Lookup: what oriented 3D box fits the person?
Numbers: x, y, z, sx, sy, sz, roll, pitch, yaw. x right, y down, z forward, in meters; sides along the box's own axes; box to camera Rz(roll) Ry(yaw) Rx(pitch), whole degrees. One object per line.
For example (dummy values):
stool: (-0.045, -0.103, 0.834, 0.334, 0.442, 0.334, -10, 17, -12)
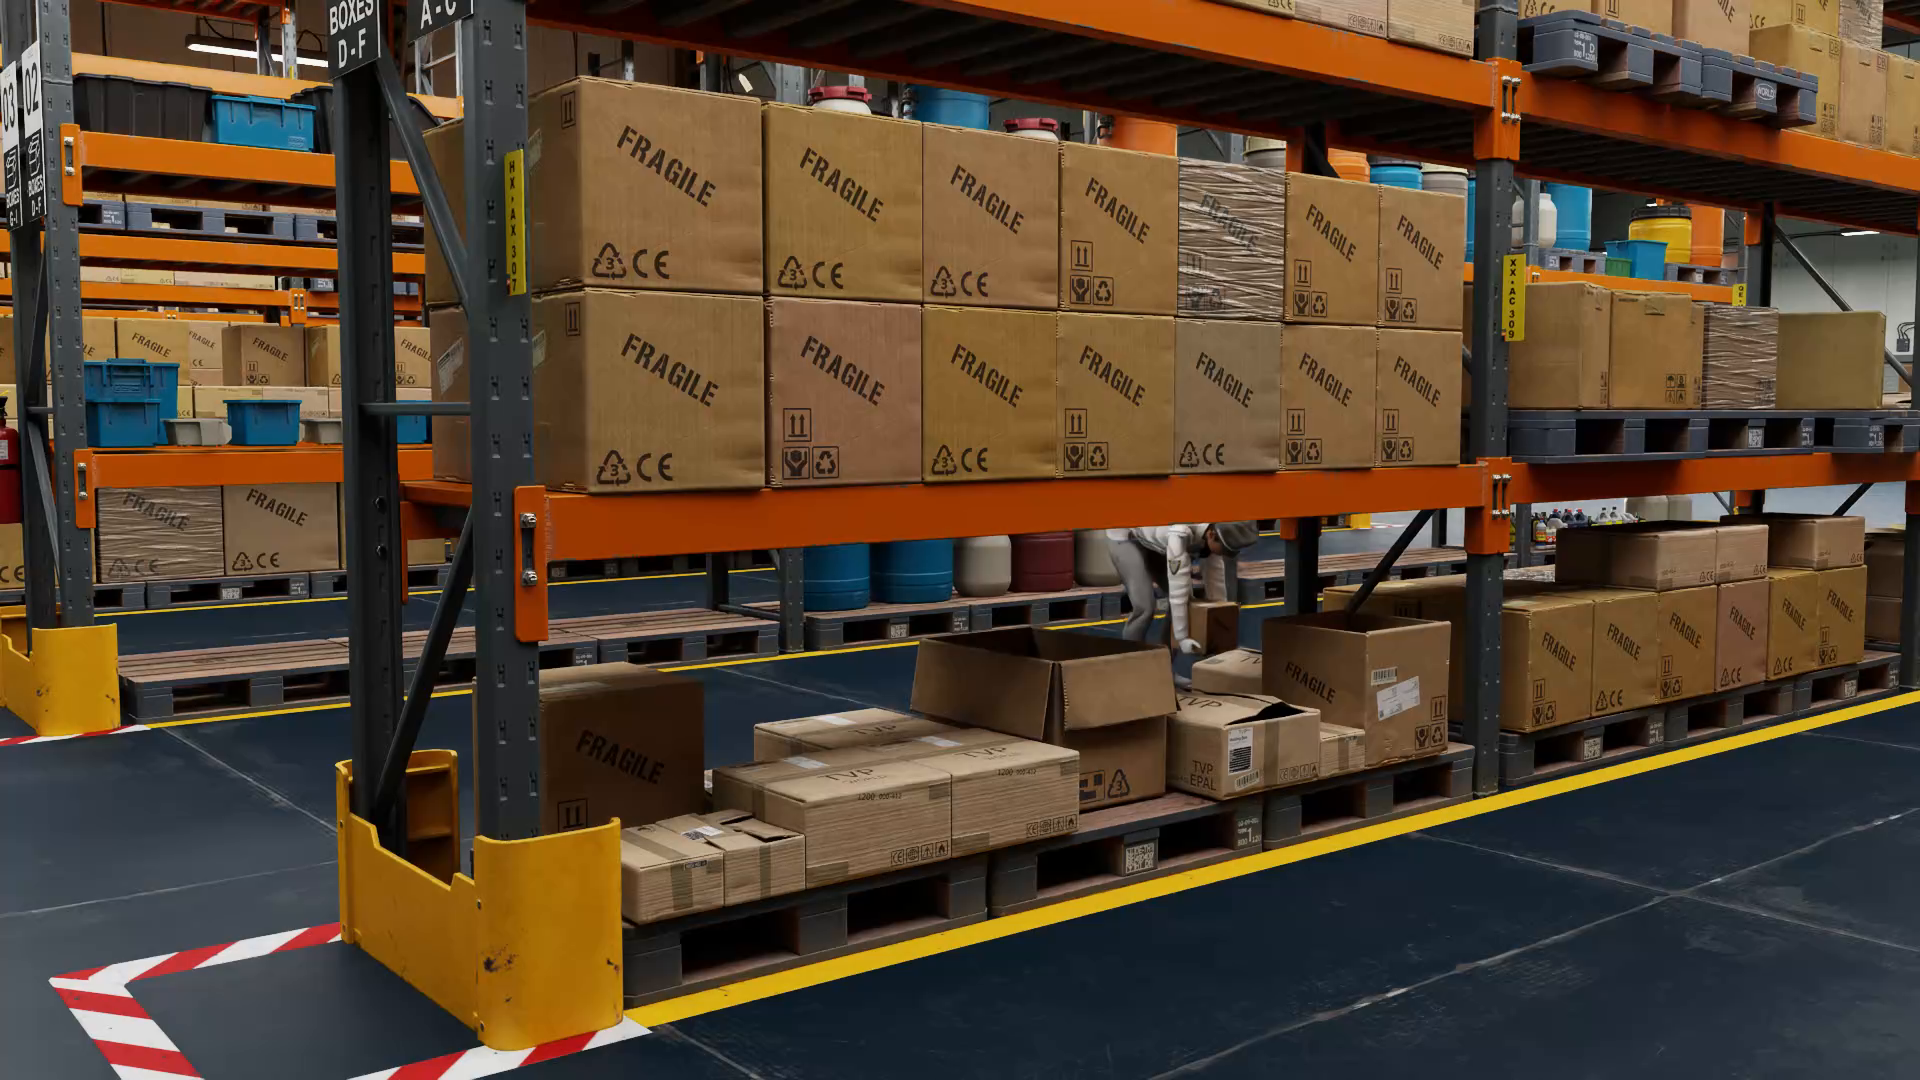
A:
person: (1.178, 0.310, 8.871, 0.415, 1.030, 0.924, -4, 6, -41)
